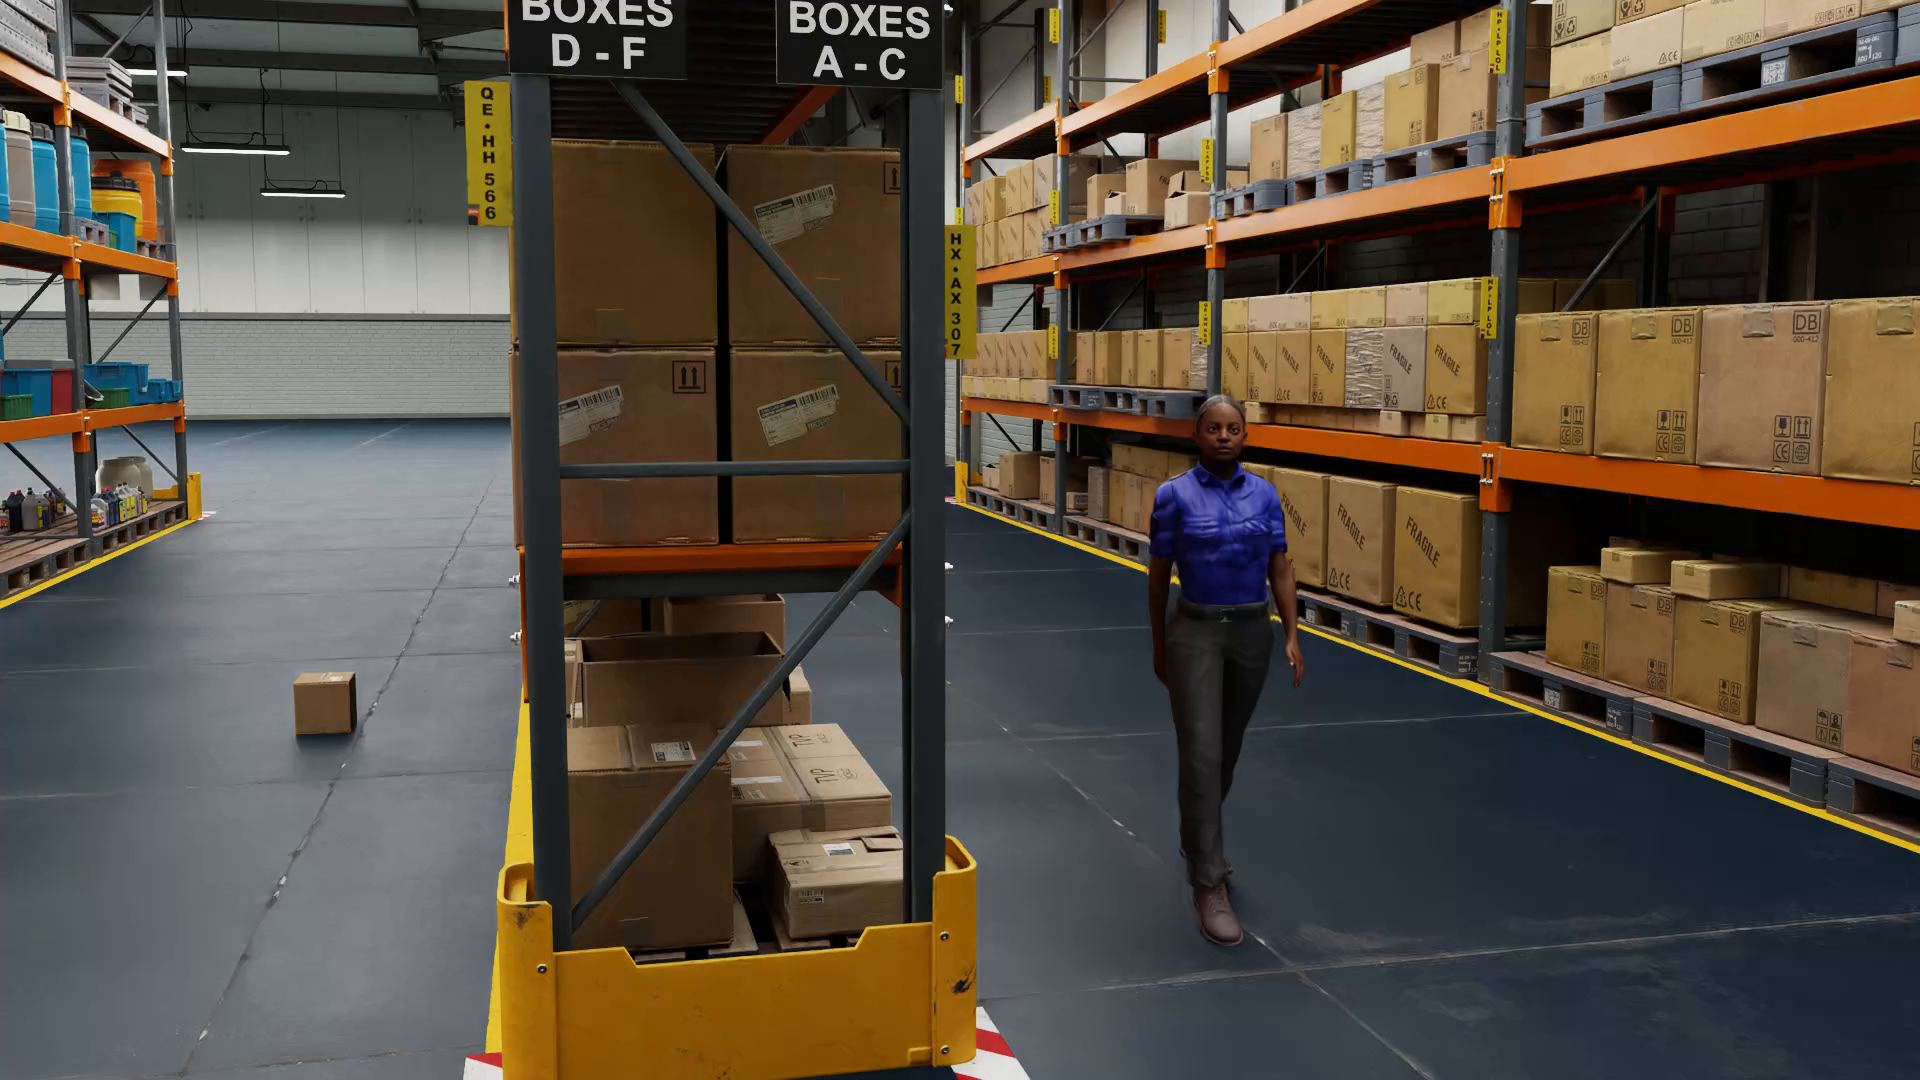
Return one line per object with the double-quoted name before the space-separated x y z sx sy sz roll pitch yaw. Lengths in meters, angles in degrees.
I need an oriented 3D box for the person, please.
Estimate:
"person" 0.863 0.304 5.424 0.446 1.550 0.678 -1 6 -12
